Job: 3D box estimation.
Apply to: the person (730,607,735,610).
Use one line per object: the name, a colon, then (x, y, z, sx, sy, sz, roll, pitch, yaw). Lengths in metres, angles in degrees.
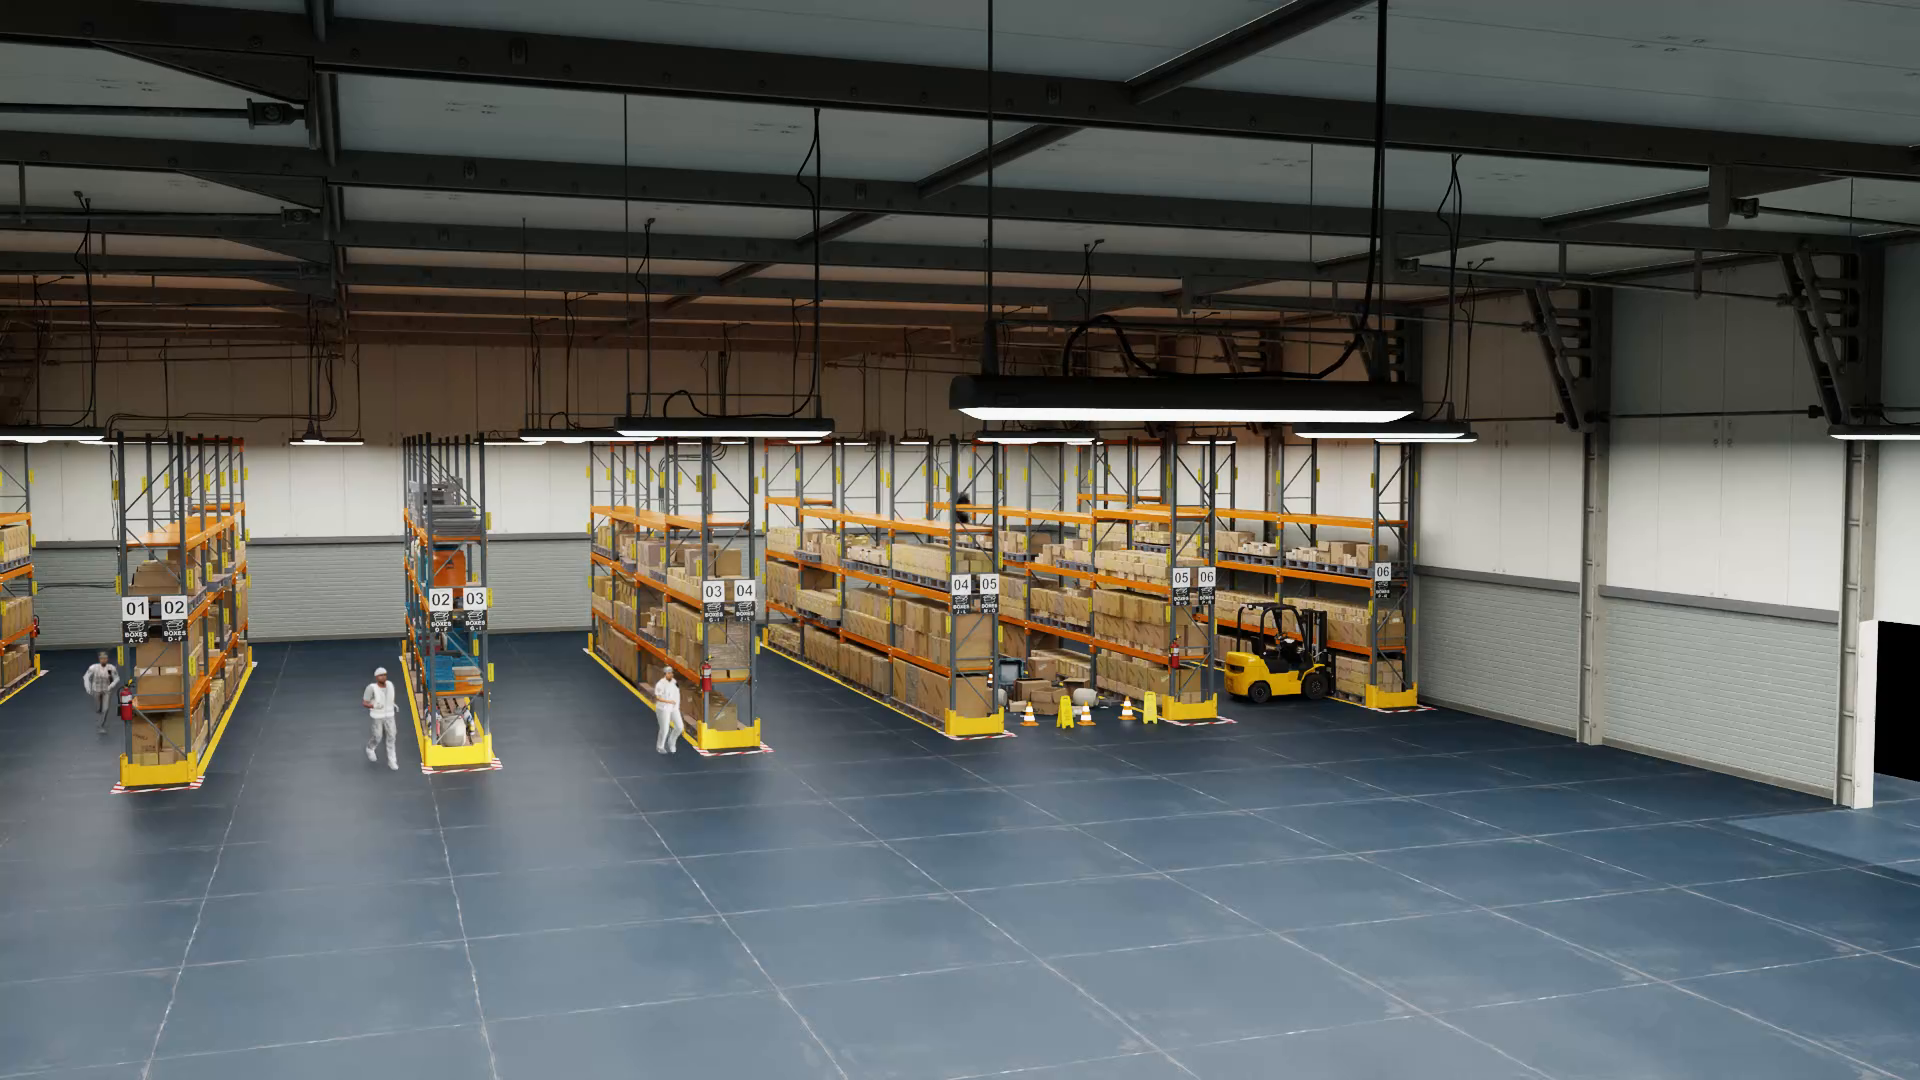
person: (-6.612, 2.260, 49.014, 0.581, 1.515, 0.659, -3, 4, -44)

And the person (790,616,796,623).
person: (-4.849, 2.205, 49.523, 0.769, 1.545, 0.599, 0, 3, 8)

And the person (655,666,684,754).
person: (-5.416, 3.186, 31.057, 0.644, 1.670, 0.625, 3, 4, 45)

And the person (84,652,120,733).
person: (-17.328, 3.061, 33.596, 0.649, 1.640, 0.661, -2, 4, -26)

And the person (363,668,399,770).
person: (-10.329, 3.171, 29.708, 0.684, 1.790, 0.994, -3, 4, -43)
